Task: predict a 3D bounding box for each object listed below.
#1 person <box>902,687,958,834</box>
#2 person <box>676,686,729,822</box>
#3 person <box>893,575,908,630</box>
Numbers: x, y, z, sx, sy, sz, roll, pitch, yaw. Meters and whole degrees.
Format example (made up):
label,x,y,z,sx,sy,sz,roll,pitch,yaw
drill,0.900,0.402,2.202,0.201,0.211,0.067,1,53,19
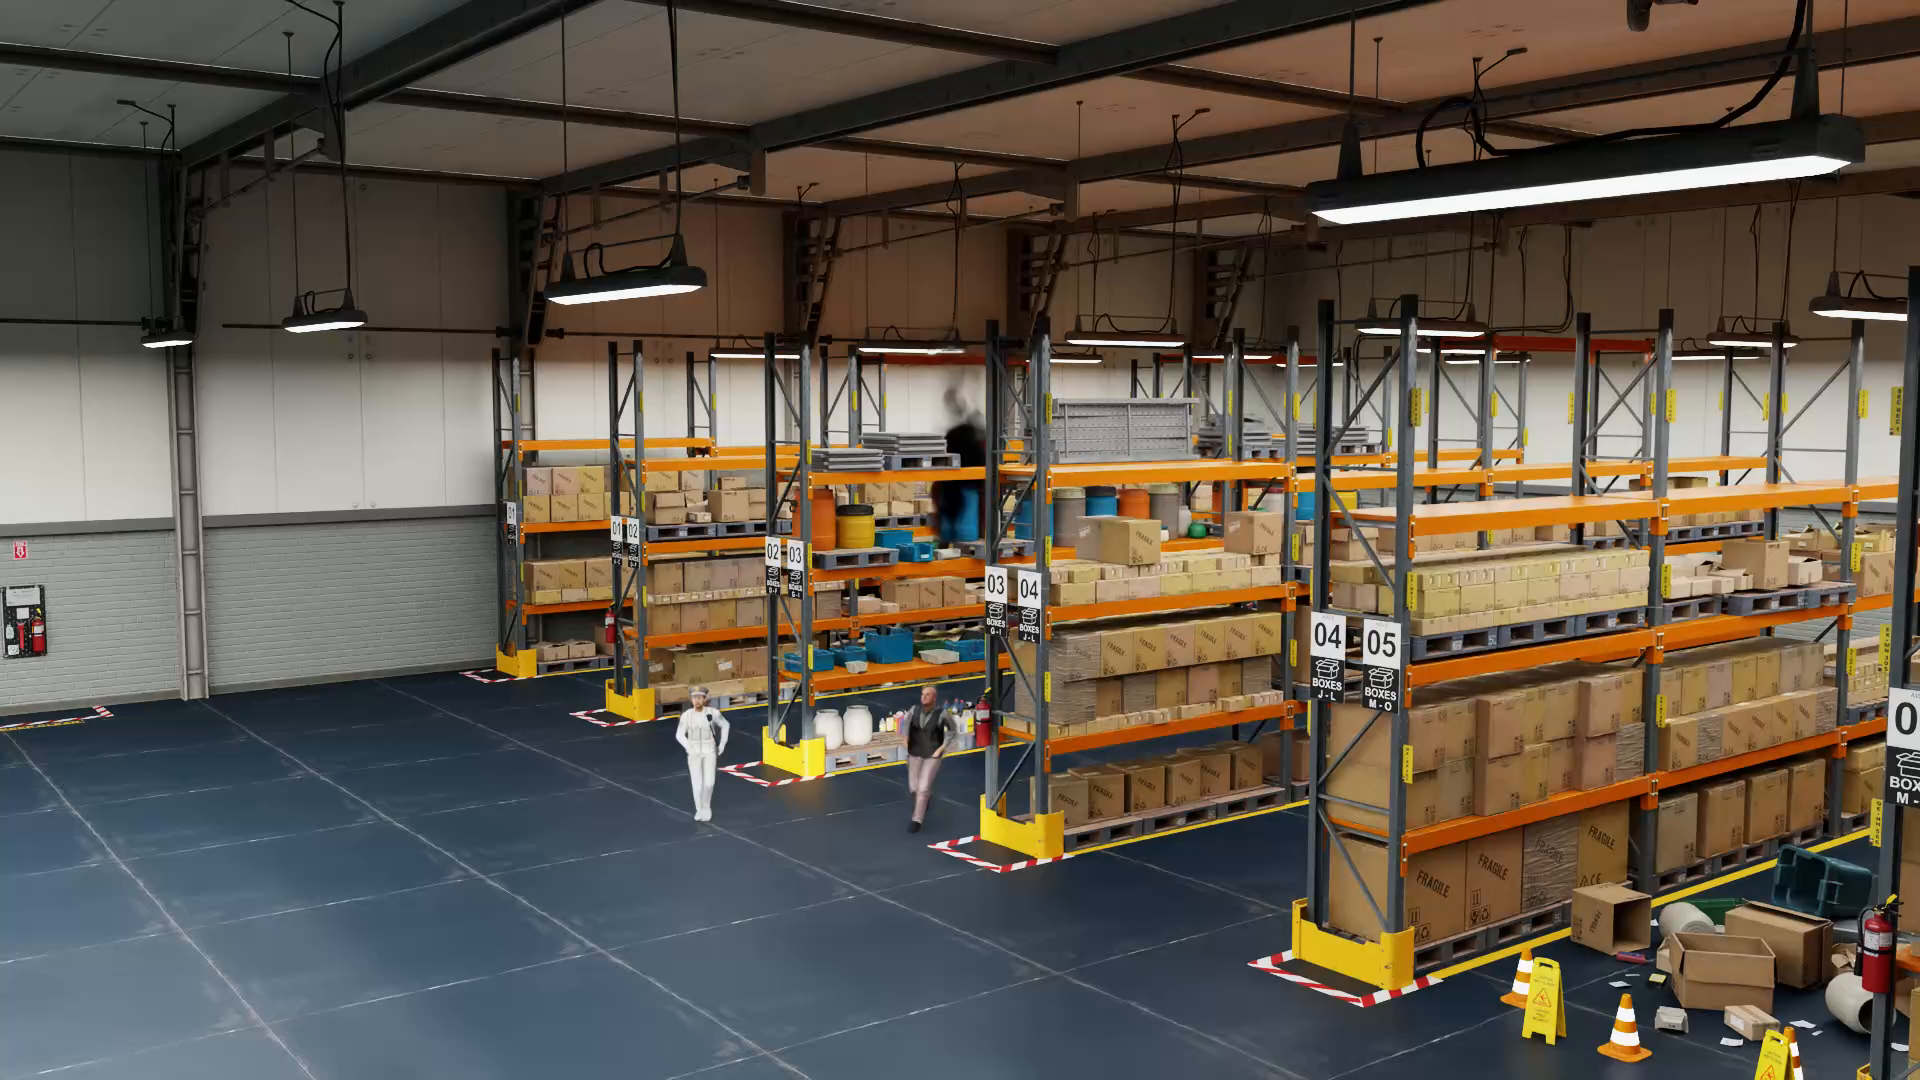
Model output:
label,x,y,z,sx,sy,sz,roll,pitch,yaw
person,-0.370,2.587,19.848,0.671,1.715,0.803,2,5,23
person,-3.103,2.578,20.016,0.625,1.650,0.591,0,5,-4
person,-1.154,1.399,32.854,0.640,1.819,0.785,5,7,43
